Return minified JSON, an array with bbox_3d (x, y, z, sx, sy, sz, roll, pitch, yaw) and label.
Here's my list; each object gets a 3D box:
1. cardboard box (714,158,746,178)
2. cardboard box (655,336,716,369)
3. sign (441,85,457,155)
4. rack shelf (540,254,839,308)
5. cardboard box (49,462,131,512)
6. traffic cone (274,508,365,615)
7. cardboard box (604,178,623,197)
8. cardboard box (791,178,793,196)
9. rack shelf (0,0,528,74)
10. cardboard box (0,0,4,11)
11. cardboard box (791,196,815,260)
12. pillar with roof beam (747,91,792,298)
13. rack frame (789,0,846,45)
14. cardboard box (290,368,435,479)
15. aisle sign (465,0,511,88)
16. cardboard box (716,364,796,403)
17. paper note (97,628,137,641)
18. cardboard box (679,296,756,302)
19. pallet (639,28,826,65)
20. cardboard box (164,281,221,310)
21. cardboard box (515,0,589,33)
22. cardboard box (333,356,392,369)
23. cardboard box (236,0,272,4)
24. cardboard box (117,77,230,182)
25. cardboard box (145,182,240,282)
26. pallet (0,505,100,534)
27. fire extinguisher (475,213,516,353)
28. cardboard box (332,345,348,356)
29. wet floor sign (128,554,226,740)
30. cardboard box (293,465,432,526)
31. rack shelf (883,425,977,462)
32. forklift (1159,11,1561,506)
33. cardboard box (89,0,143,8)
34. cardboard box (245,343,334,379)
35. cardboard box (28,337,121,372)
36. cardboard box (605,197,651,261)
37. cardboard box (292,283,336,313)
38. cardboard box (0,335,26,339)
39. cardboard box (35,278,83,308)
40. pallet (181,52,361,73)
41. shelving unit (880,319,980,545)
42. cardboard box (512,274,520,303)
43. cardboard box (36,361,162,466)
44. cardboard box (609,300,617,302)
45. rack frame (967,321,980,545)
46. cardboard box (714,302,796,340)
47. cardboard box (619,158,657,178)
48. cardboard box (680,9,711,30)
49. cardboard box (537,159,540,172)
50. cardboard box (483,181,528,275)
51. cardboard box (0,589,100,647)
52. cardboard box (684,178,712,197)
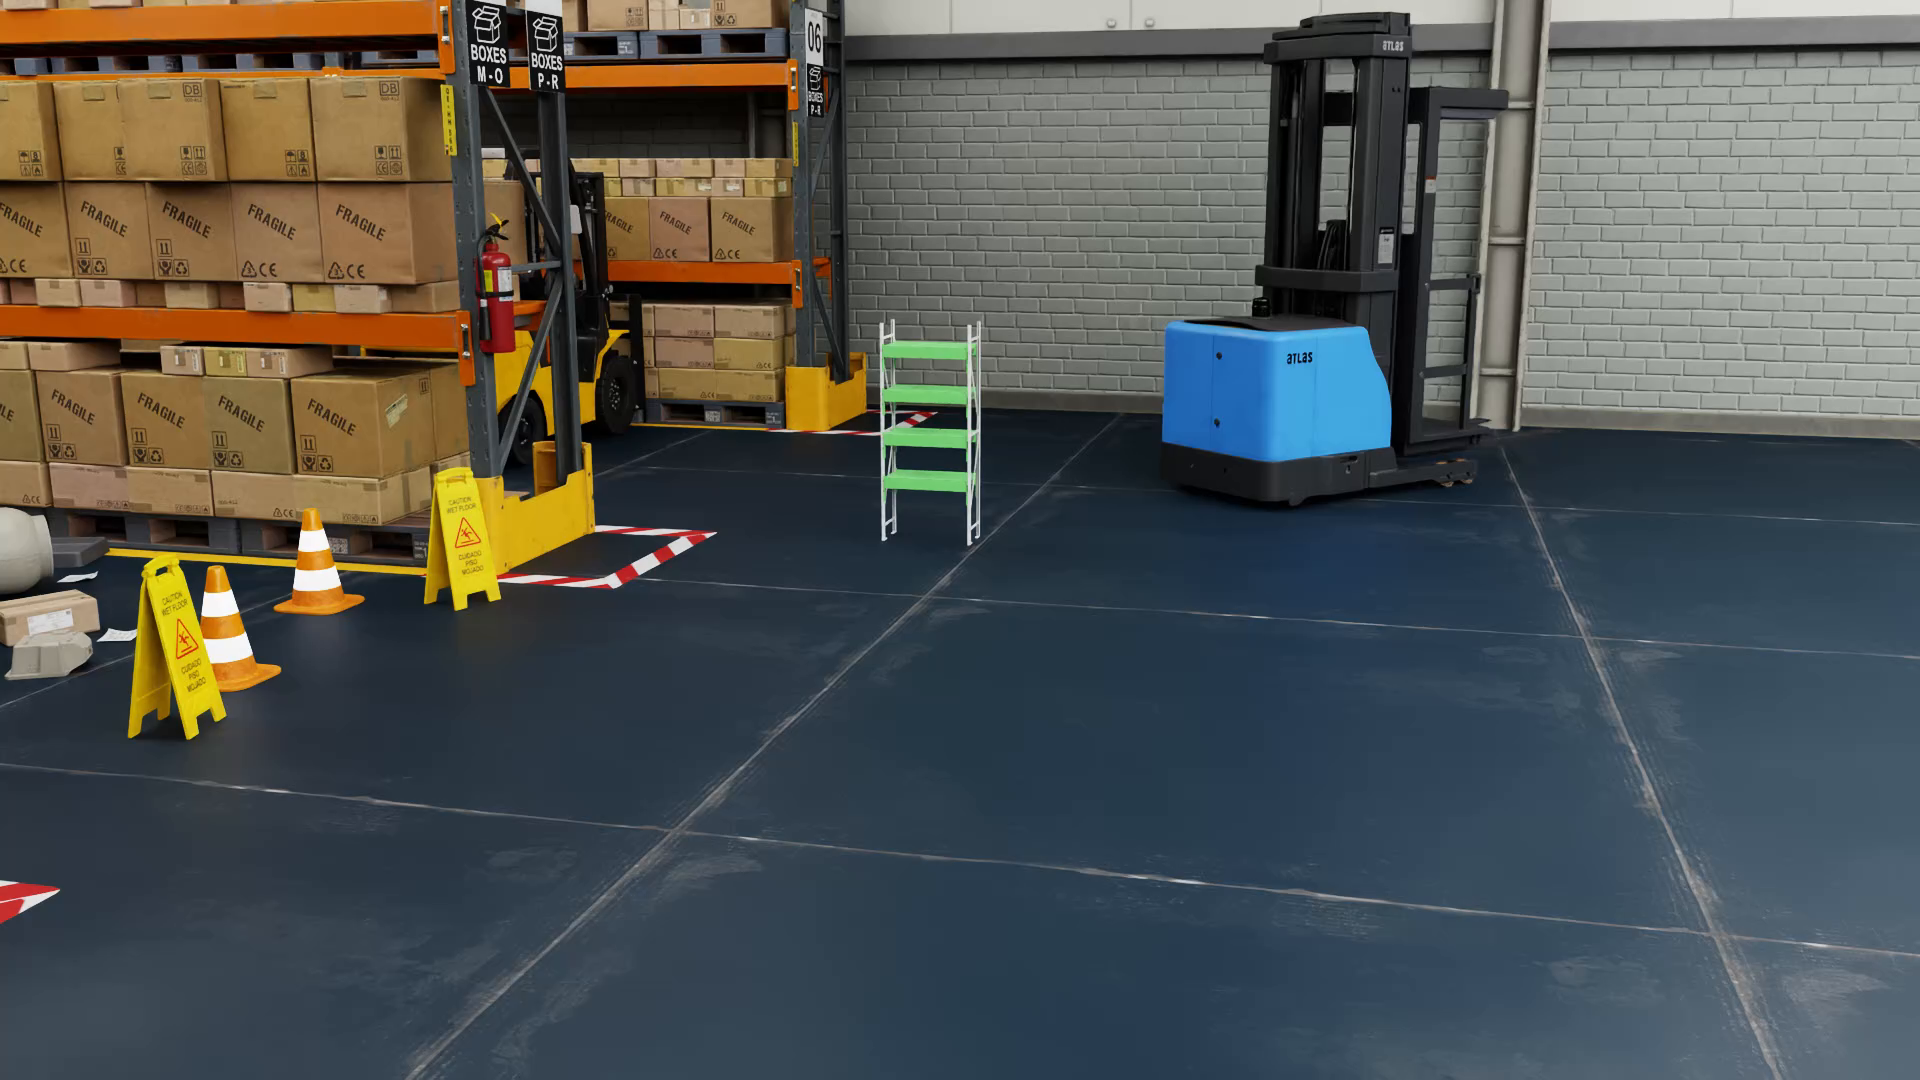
[{"bbox_3d":[-1.754,-2.941,13.150,0.250,0.149,0.380,3,13,14],"label":"cardboard box"},{"bbox_3d":[-2.141,-1.544,13.494,0.500,0.250,0.500,3,13,13],"label":"cardboard box"},{"bbox_3d":[-2.447,-2.010,7.964,0.005,0.325,0.100,3,13,14],"label":"sign"},{"bbox_3d":[-3.051,-2.202,13.896,4.000,0.370,1.077,3,13,14],"label":"rack shelf"},{"bbox_3d":[-4.634,-0.336,9.203,0.500,0.250,0.500,3,13,13],"label":"cardboard box"},{"bbox_3d":[-3.021,0.082,7.798,0.334,0.463,0.336,3,13,14],"label":"traffic cone"},{"bbox_3d":[-2.764,-2.836,13.362,0.250,0.149,0.380,3,13,14],"label":"cardboard box"},{"bbox_3d":[-1.376,-2.888,13.595,0.250,0.149,0.380,3,13,12],"label":"cardboard box"},{"bbox_3d":[-4.237,-2.623,8.866,4.000,0.370,1.077,3,13,14],"label":"rack shelf"},{"bbox_3d":[-4.936,-2.835,8.741,0.250,0.149,0.380,3,13,12],"label":"cardboard box"},{"bbox_3d":[-1.524,-2.583,13.719,0.500,0.500,0.500,3,13,15],"label":"cardboard box"},{"bbox_3d":[-2.601,-4.699,9.638,0.400,9.000,9.100,3,13,14],"label":"pillar with roof beam"},{"bbox_3d":[-1.109,-5.379,12.701,0.127,3.000,1.000,3,13,14],"label":"rack frame"},{"bbox_3d":[-3.135,-0.621,8.756,0.500,0.500,0.500,3,13,14],"label":"cardboard box"},{"bbox_3d":[-2.304,-2.611,8.074,0.004,0.787,0.394,3,13,14],"label":"aisle sign"},{"bbox_3d":[-1.641,-1.270,13.413,0.500,0.250,0.500,3,13,14],"label":"cardboard box"},{"bbox_3d":[-3.689,0.413,7.301,0.142,0.019,0.148,-1,13,-6],"label":"paper note"},{"bbox_3d":[-2.016,-1.891,13.900,0.500,0.250,0.500,3,13,14],"label":"cardboard box"},{"bbox_3d":[-1.789,-3.913,13.225,1.213,0.211,1.003,3,13,14],"label":"pallet"},{"bbox_3d":[-3.968,-1.309,8.790,0.250,0.149,0.380,3,13,13],"label":"cardboard box"},{"bbox_3d":[-3.127,-4.303,13.338,0.637,0.503,0.797,3,13,15],"label":"cardboard box"},{"bbox_3d":[-3.544,-0.762,9.390,0.500,0.500,0.500,3,13,11],"label":"cardboard box"},{"bbox_3d":[-3.437,-2.761,8.410,0.250,0.149,0.380,3,13,14],"label":"cardboard box"},{"bbox_3d":[-3.852,-2.101,8.554,0.500,0.500,0.700,3,13,13],"label":"cardboard box"},{"bbox_3d":[-3.858,-1.624,8.710,0.500,0.500,0.500,3,13,13],"label":"cardboard box"},{"bbox_3d":[-5.518,-0.225,9.759,1.213,0.211,1.003,3,13,14],"label":"pallet"},{"bbox_3d":[-2.294,-1.265,8.190,0.183,0.674,0.296,3,13,14],"label":"fire extinguisher"},{"bbox_3d":[-5.502,-1.728,14.609,0.625,0.625,0.875,4,13,16],"label":"cardboard box"},{"bbox_3d":[-2.880,0.375,6.055,0.232,0.644,0.267,1,13,4],"label":"wet floor sign"},{"bbox_3d":[-3.167,-0.255,8.837,0.500,0.250,0.500,3,13,13],"label":"cardboard box"},{"bbox_3d":[-0.161,-0.532,9.156,0.480,0.148,0.258,3,13,14],"label":"rack shelf"},{"bbox_3d":[2.785,-1.858,10.844,3.031,2.935,1.130,-8,15,-33],"label":"forklift"},{"bbox_3d":[-4.210,-2.778,8.483,0.250,0.149,0.380,3,13,13],"label":"cardboard box"},{"bbox_3d":[-3.508,-0.943,8.708,0.250,0.149,0.380,3,13,15],"label":"cardboard box"},{"bbox_3d":[-4.802,-1.013,9.023,0.250,0.149,0.380,4,13,17],"label":"cardboard box"},{"bbox_3d":[-2.649,-2.524,13.456,0.500,0.500,0.500,3,13,12],"label":"cardboard box"},{"bbox_3d":[-3.225,-1.265,8.591,0.250,0.149,0.380,3,13,13],"label":"cardboard box"},{"bbox_3d":[-8.274,-1.875,15.275,0.625,0.625,0.875,3,13,15],"label":"cardboard box"},{"bbox_3d":[-4.710,-1.339,8.922,0.250,0.149,0.380,3,13,14],"label":"cardboard box"},{"bbox_3d":[-5.852,-4.072,14.176,1.217,0.209,0.805,3,13,11],"label":"pallet"},{"bbox_3d":[-0.161,-0.594,9.142,0.503,1.200,0.258,3,13,14],"label":"shelving unit"},{"bbox_3d":[-2.575,-1.344,8.948,0.250,0.149,0.380,3,13,14],"label":"cardboard box"},{"bbox_3d":[-4.645,-0.702,9.121,0.500,0.500,0.500,4,13,16],"label":"cardboard box"},{"bbox_3d":[-3.111,-1.836,13.655,0.500,0.250,0.500,3,13,12],"label":"cardboard box"},{"bbox_3d":[0.076,-0.582,9.085,0.015,1.200,0.240,3,13,14],"label":"rack frame"},{"bbox_3d":[-1.631,-1.759,13.307,0.500,0.250,0.500,4,13,15],"label":"cardboard box"},{"bbox_3d":[-2.518,-2.968,13.270,0.250,0.149,0.380,3,13,15],"label":"cardboard box"},{"bbox_3d":[-1.986,-4.025,12.903,0.250,0.149,0.380,3,13,12],"label":"cardboard box"},{"bbox_3d":[-3.238,-3.030,13.550,0.250,0.149,0.380,3,13,14],"label":"cardboard box"},{"bbox_3d":[-2.688,-1.683,8.976,0.500,0.500,0.500,3,13,13],"label":"cardboard box"},{"bbox_3d":[-4.051,0.343,7.346,0.250,0.149,0.380,12,17,43],"label":"cardboard box"},{"bbox_3d":[-2.005,-2.808,13.235,0.250,0.149,0.380,3,13,15],"label":"cardboard box"}]
